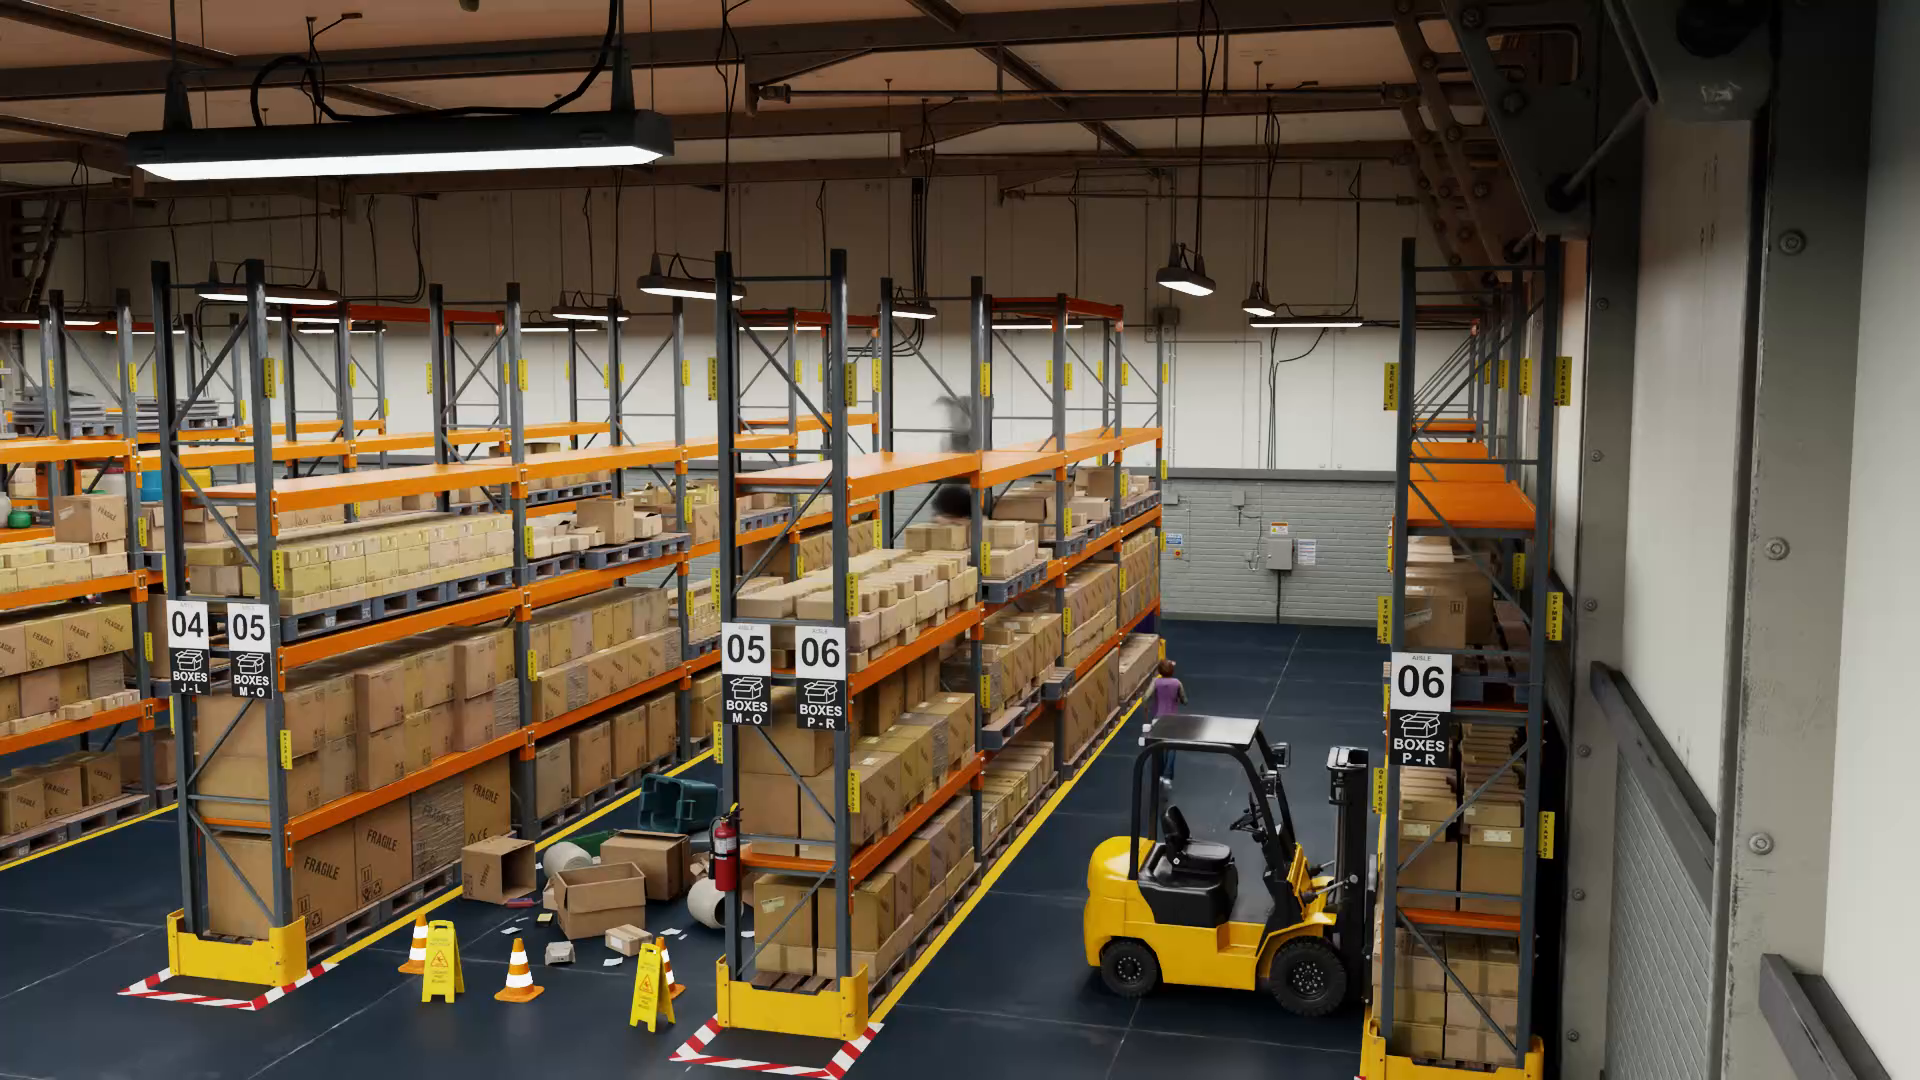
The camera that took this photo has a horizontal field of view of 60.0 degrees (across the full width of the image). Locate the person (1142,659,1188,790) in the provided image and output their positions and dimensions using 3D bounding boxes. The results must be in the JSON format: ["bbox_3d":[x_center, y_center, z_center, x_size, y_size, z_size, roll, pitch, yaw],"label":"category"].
[{"bbox_3d":[2.480,2.223,20.093,0.533,1.601,0.860,1,6,13],"label":"person"}]

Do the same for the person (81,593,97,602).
[{"bbox_3d":[-14.674,1.360,28.268,0.562,1.644,0.589,1,6,13],"label":"person"}]

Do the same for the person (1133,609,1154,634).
[{"bbox_3d":[3.298,1.240,29.558,0.653,1.595,0.586,1,6,5],"label":"person"}]
